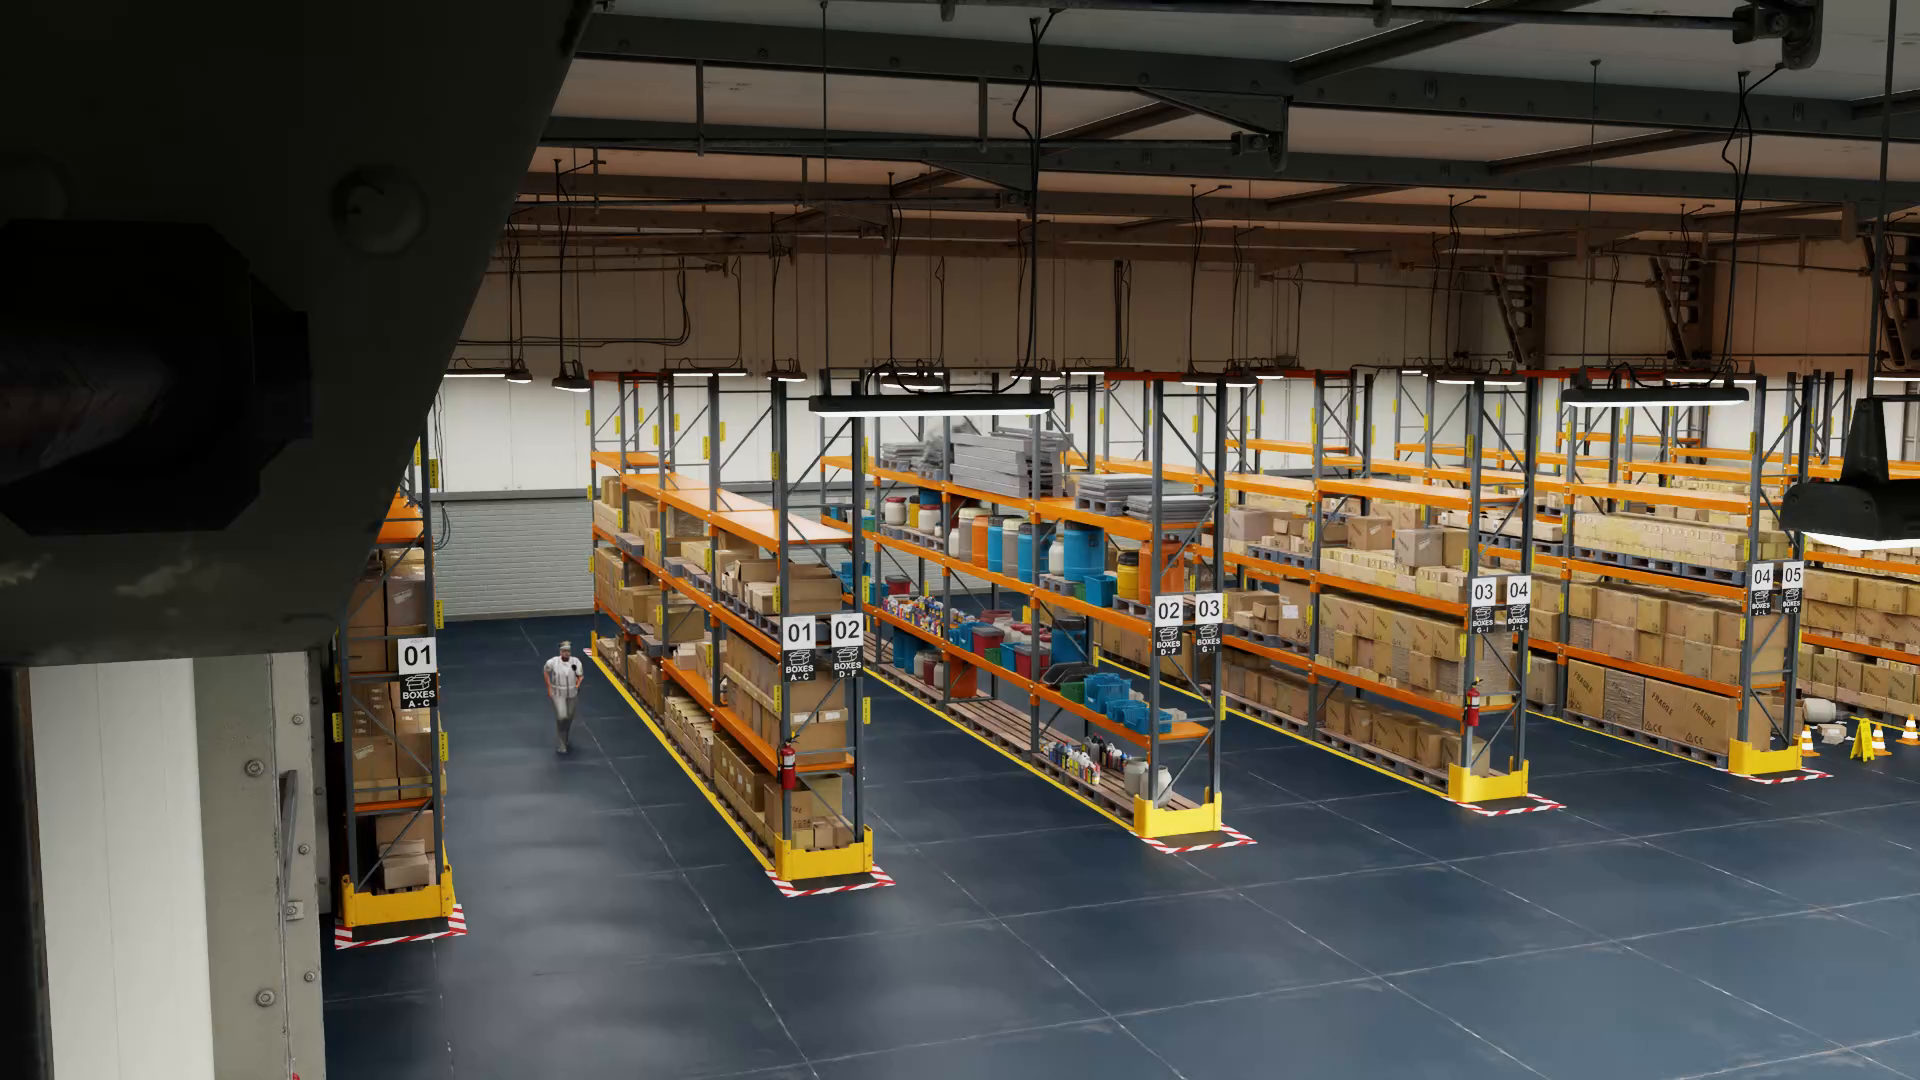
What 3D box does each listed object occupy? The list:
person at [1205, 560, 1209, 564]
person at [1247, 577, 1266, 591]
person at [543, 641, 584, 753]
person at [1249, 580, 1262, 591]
[{"bbox_3d":[5.606,1.280,38.309,0.538,1.603,0.634,-3,7,-22],"label":"person"},{"bbox_3d":[7.328,0.791,41.680,0.959,1.751,0.723,-2,7,-18],"label":"person"},{"bbox_3d":[-6.334,2.506,26.680,0.573,1.826,0.882,-4,7,-32],"label":"person"},{"bbox_3d":[7.423,0.904,41.511,0.503,1.592,0.673,3,7,25],"label":"person"}]
